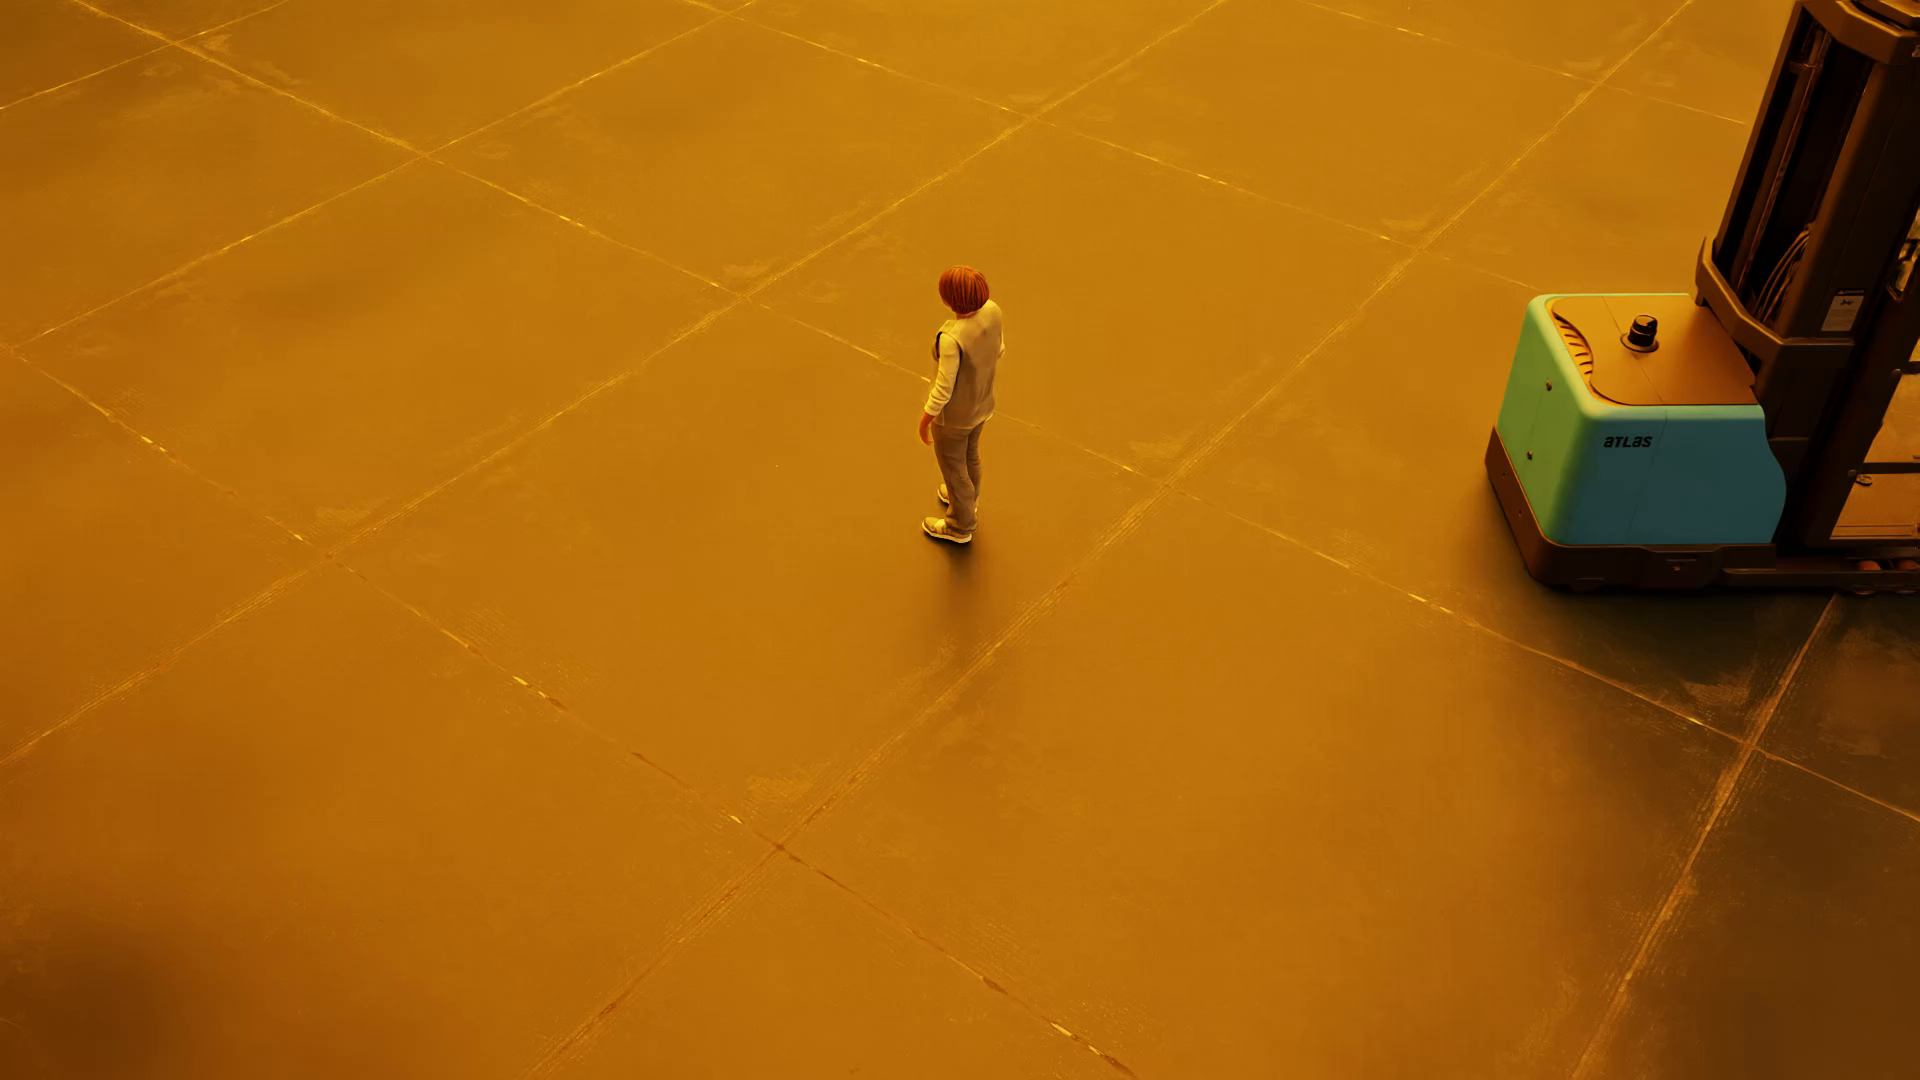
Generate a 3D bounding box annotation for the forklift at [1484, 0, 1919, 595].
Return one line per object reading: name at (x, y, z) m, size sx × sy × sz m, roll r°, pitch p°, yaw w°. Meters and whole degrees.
forklift at (4.263, -1.199, 7.480) m, size 3.031 × 2.935 × 1.130 m, roll -1°, pitch 40°, yaw -1°

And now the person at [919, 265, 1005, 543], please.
person at (-0.051, -0.650, 7.853) m, size 0.473 × 1.599 × 0.520 m, roll 26°, pitch 47°, yaw 28°
